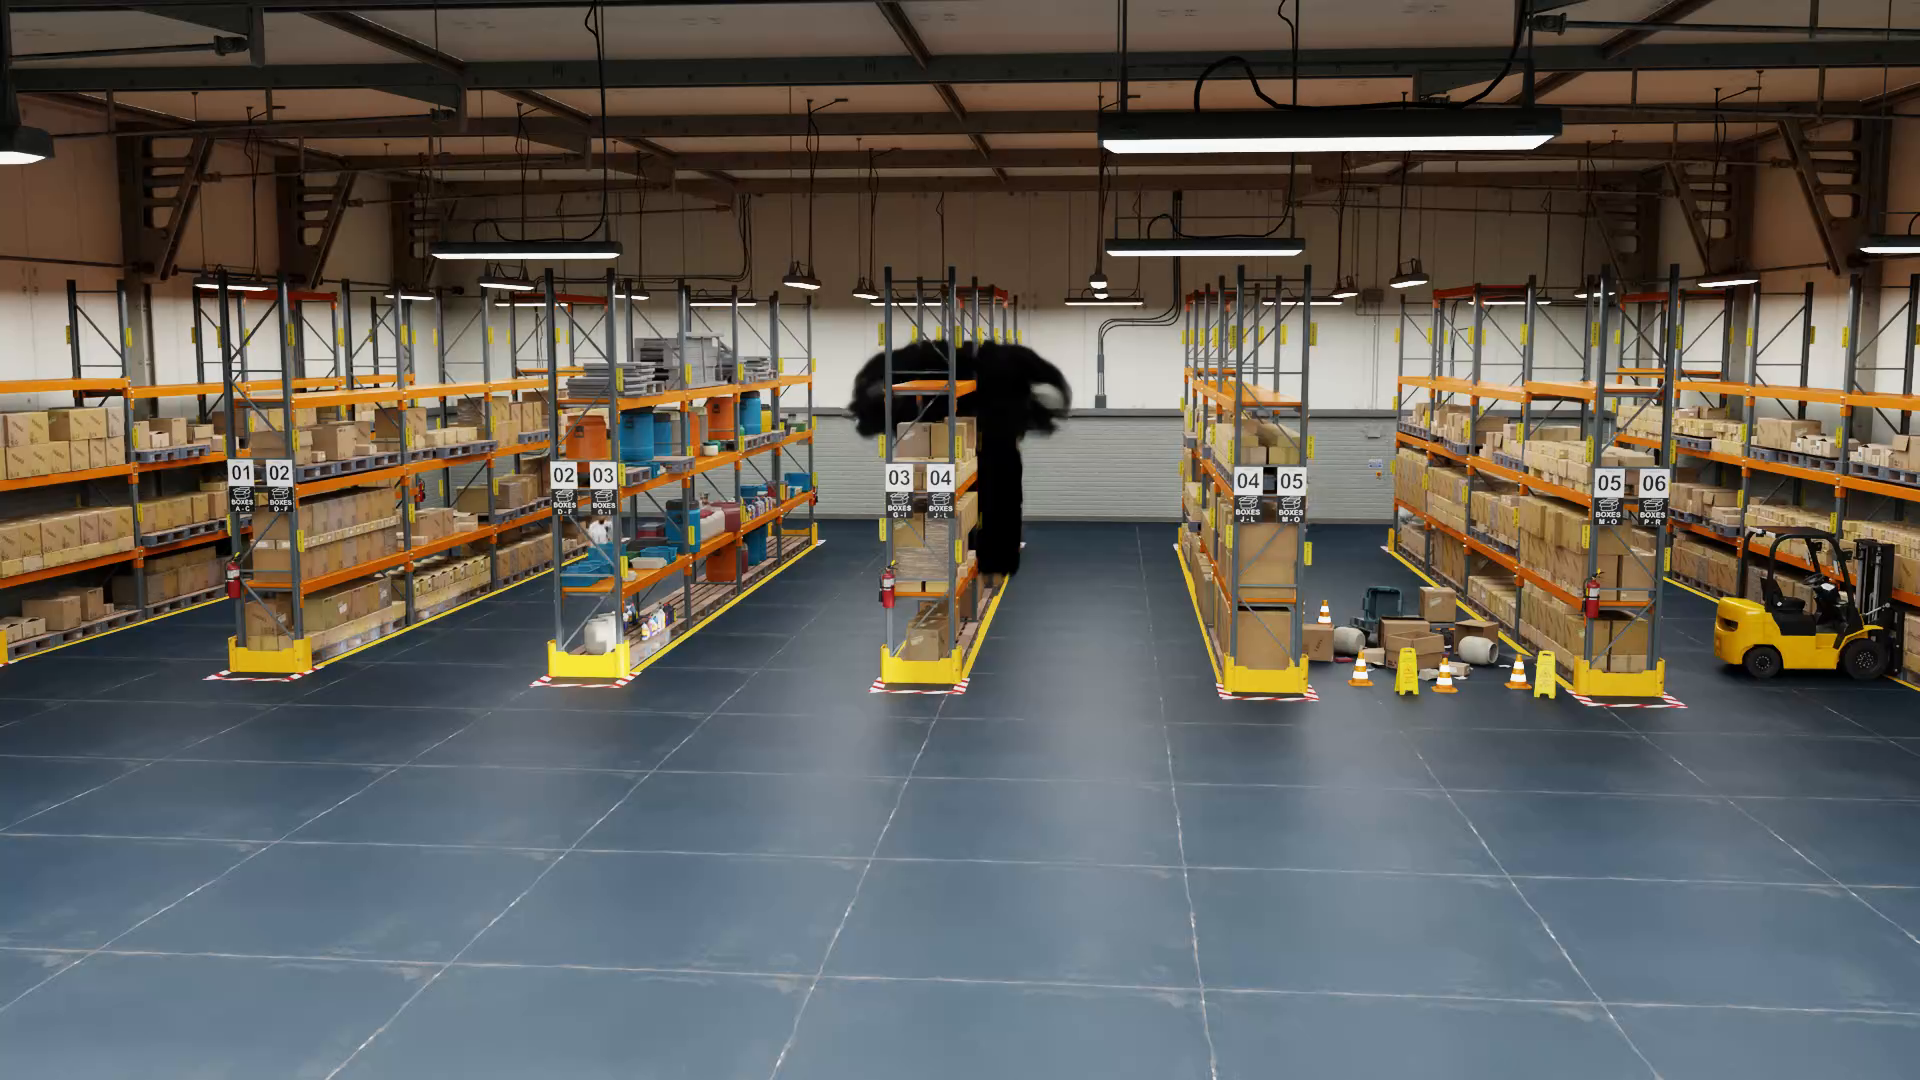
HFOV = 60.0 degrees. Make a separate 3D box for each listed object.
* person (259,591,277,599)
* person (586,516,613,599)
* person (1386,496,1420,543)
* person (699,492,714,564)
[{"bbox_3d":[-12.268,0.613,29.659,0.562,1.598,0.589,-1,7,-5],"label":"person"},{"bbox_3d":[-6.519,0.237,30.324,0.618,1.640,0.509,0,7,2],"label":"person"},{"bbox_3d":[10.888,-0.793,40.620,0.918,1.761,0.712,-1,7,-5],"label":"person"},{"bbox_3d":[-5.656,-0.298,37.371,0.656,1.627,0.980,1,7,9],"label":"person"}]
